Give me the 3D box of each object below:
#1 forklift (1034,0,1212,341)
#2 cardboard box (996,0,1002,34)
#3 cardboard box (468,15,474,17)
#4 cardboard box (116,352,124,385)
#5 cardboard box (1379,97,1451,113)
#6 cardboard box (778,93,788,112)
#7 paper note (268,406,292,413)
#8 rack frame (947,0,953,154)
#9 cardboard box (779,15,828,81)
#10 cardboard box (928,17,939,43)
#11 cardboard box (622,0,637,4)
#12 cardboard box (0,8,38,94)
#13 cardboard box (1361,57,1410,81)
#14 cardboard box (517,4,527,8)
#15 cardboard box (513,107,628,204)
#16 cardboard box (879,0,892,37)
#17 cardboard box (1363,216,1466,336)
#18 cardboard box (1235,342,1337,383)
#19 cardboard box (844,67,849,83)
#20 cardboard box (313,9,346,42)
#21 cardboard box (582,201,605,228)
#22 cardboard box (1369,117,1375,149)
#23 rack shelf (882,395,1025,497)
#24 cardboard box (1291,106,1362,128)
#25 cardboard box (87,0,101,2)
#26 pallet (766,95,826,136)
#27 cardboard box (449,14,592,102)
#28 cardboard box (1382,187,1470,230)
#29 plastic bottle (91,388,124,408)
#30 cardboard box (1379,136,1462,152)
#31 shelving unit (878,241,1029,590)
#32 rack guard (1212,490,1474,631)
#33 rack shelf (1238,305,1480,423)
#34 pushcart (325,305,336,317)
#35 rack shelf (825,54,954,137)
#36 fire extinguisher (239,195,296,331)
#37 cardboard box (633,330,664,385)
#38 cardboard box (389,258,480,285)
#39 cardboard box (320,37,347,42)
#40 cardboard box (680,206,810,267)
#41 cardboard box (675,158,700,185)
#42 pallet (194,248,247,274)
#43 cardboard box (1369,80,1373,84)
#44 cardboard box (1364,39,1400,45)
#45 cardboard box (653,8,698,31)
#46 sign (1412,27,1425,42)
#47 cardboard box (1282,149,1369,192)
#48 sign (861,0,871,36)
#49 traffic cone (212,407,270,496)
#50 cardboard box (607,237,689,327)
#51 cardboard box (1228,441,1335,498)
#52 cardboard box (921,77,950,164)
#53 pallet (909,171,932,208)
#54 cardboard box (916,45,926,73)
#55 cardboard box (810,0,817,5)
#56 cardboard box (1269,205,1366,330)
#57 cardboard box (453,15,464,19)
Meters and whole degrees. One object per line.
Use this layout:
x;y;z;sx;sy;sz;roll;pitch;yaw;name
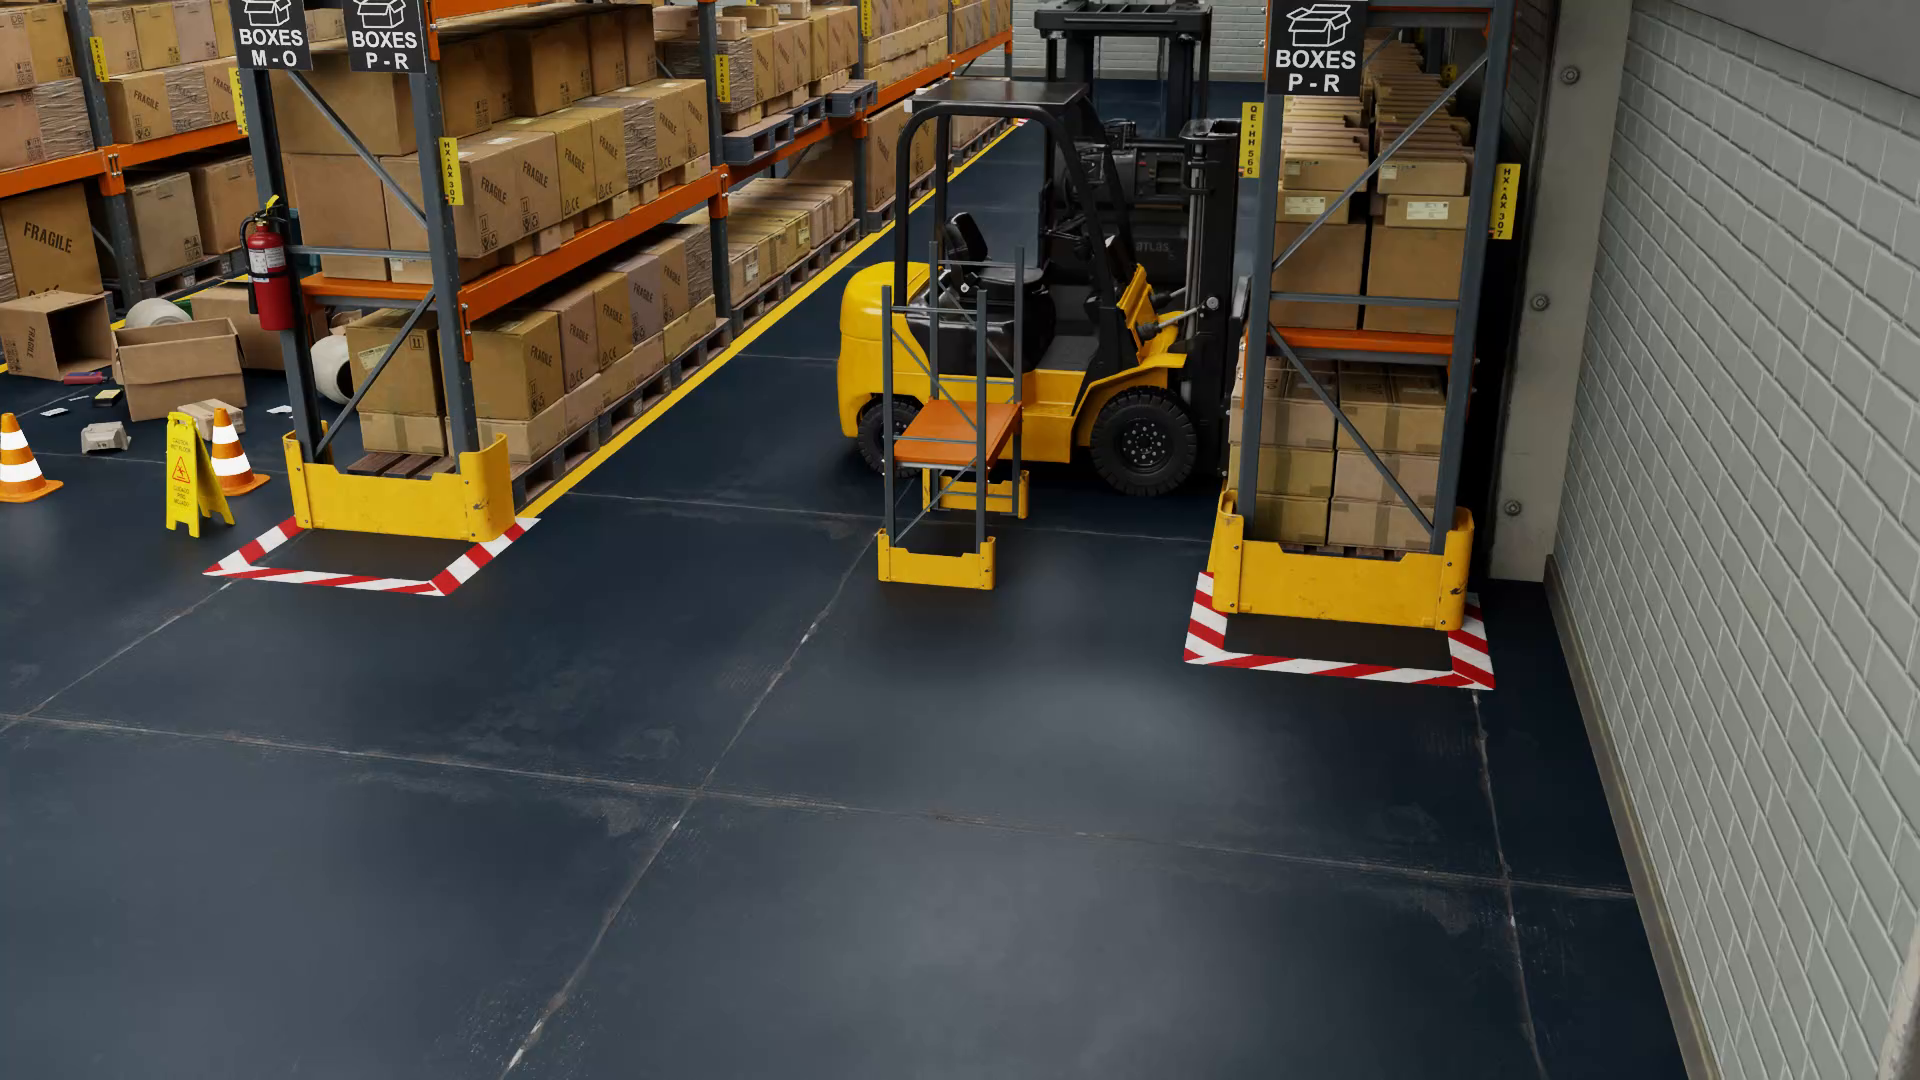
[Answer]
1.074;-2.490;11.112;1.130;2.935;3.031;4;22;9;forklift
0.270;-6.972;22.017;0.500;0.500;0.500;4;22;10;cardboard box
-5.609;-5.756;18.506;0.380;0.149;0.250;5;22;11;cardboard box
-5.636;-1.220;11.526;0.396;0.266;0.258;8;23;20;cardboard box
2.576;-2.419;9.444;0.380;0.149;0.250;4;22;10;cardboard box
-1.612;-3.554;13.437;0.380;0.149;0.250;5;22;11;cardboard box
-4.474;-0.868;10.982;0.148;0.019;0.142;13;25;29;paper note
-0.590;-5.842;19.344;1.000;3.000;0.127;4;22;11;rack frame
-1.423;-4.196;14.164;0.500;0.500;0.500;3;22;7;cardboard box
-0.536;-5.641;18.377;0.500;0.250;0.500;5;22;12;cardboard box
-4.684;-7.272;22.362;0.500;0.500;0.500;5;22;11;cardboard box
-7.196;-3.485;11.845;0.875;0.550;0.550;4;22;11;cardboard box
3.291;-3.652;12.905;0.380;0.149;0.250;5;22;12;cardboard box
-5.347;-6.375;19.645;0.380;0.149;0.250;5;23;13;cardboard box
-2.369;-2.353;10.148;0.500;0.500;0.500;4;22;10;cardboard box
-0.974;-5.233;16.360;0.500;0.500;0.500;5;22;11;cardboard box
2.195;-1.283;7.890;0.500;0.500;0.500;5;23;13;cardboard box
1.709;-0.839;8.702;0.500;0.250;0.500;5;22;12;cardboard box
-1.226;-4.216;15.081;0.380;0.149;0.250;5;22;12;cardboard box
-6.374;-5.066;15.946;0.700;0.500;0.500;4;22;11;cardboard box
-2.401;-2.012;10.169;0.380;0.149;0.250;4;22;9;cardboard box
2.587;-2.378;9.740;0.380;0.149;0.250;5;23;13;cardboard box
-0.017;-0.498;8.563;0.538;0.185;1.000;4;22;11;rack shelf
1.996;-2.270;9.075;0.380;0.149;0.250;5;22;12;cardboard box
-10.565;-6.625;19.811;0.797;0.503;0.637;5;22;12;cardboard box
-1.770;-3.563;13.943;1.003;0.211;1.213;4;22;11;pallet
-2.779;-3.053;10.550;0.700;0.500;0.500;4;22;10;cardboard box
2.145;-1.528;7.630;0.380;0.149;0.250;4;22;10;cardboard box
-5.708;-0.960;11.155;0.133;0.061;0.283;-3;22;-8;plastic bottle
2.226;-1.859;8.054;0.380;0.149;0.250;5;22;12;cardboard box
-0.016;-0.668;8.504;0.587;1.500;1.083;4;22;11;shelving unit
1.817;0.092;7.956;1.175;0.500;0.348;4;22;11;rack guard
2.230;-1.474;9.462;1.077;0.370;4.000;4;22;11;rack shelf
-4.464;-1.856;12.956;1.648;0.377;0.936;-3;22;-8;pushcart
-0.998;-4.777;17.663;1.077;0.370;4.000;4;22;11;rack shelf
-3.513;-1.411;8.445;0.296;0.674;0.183;4;22;11;fire extinguisher
-2.287;-1.218;10.981;0.500;0.250;0.500;5;22;12;cardboard box
-2.766;-1.445;8.764;0.380;0.149;0.250;5;22;11;cardboard box
-6.101;-4.581;16.079;0.500;0.500;0.500;4;22;11;cardboard box
-1.834;-2.602;14.254;0.950;0.372;0.625;5;23;13;cardboard box
-2.033;-2.567;11.549;0.380;0.149;0.250;5;22;12;cardboard box
-6.758;-2.699;15.272;1.003;0.211;1.213;4;22;11;pallet
3.026;-3.093;11.516;0.380;0.149;0.250;4;22;9;cardboard box
3.586;-4.215;14.302;0.380;0.149;0.250;5;23;13;cardboard box
-2.221;-4.036;12.896;0.380;0.149;0.250;4;22;9;cardboard box
3.998;-4.498;14.458;0.100;0.325;0.005;4;22;11;sign
1.688;-1.709;7.681;0.380;0.149;0.250;5;22;11;cardboard box
-0.873;-4.842;15.416;0.100;0.325;0.005;4;22;11;sign
-4.213;-0.532;9.556;0.336;0.463;0.334;4;22;11;traffic cone
-2.182;-1.761;11.325;0.500;0.500;0.500;5;22;12;cardboard box
1.615;-0.430;8.354;0.500;0.250;0.500;4;22;10;cardboard box
-0.638;-4.819;19.085;0.875;0.875;0.875;5;23;13;cardboard box
-0.920;-3.813;18.039;1.003;0.211;1.213;4;22;11;pallet
-0.661;-5.220;18.001;0.500;0.250;0.500;4;22;9;cardboard box
-1.556;-5.099;16.026;0.500;0.500;0.500;4;22;9;cardboard box
1.665;-1.323;7.989;0.500;0.500;0.500;4;22;10;cardboard box
-5.667;-5.800;18.217;0.380;0.149;0.250;4;22;10;cardboard box
